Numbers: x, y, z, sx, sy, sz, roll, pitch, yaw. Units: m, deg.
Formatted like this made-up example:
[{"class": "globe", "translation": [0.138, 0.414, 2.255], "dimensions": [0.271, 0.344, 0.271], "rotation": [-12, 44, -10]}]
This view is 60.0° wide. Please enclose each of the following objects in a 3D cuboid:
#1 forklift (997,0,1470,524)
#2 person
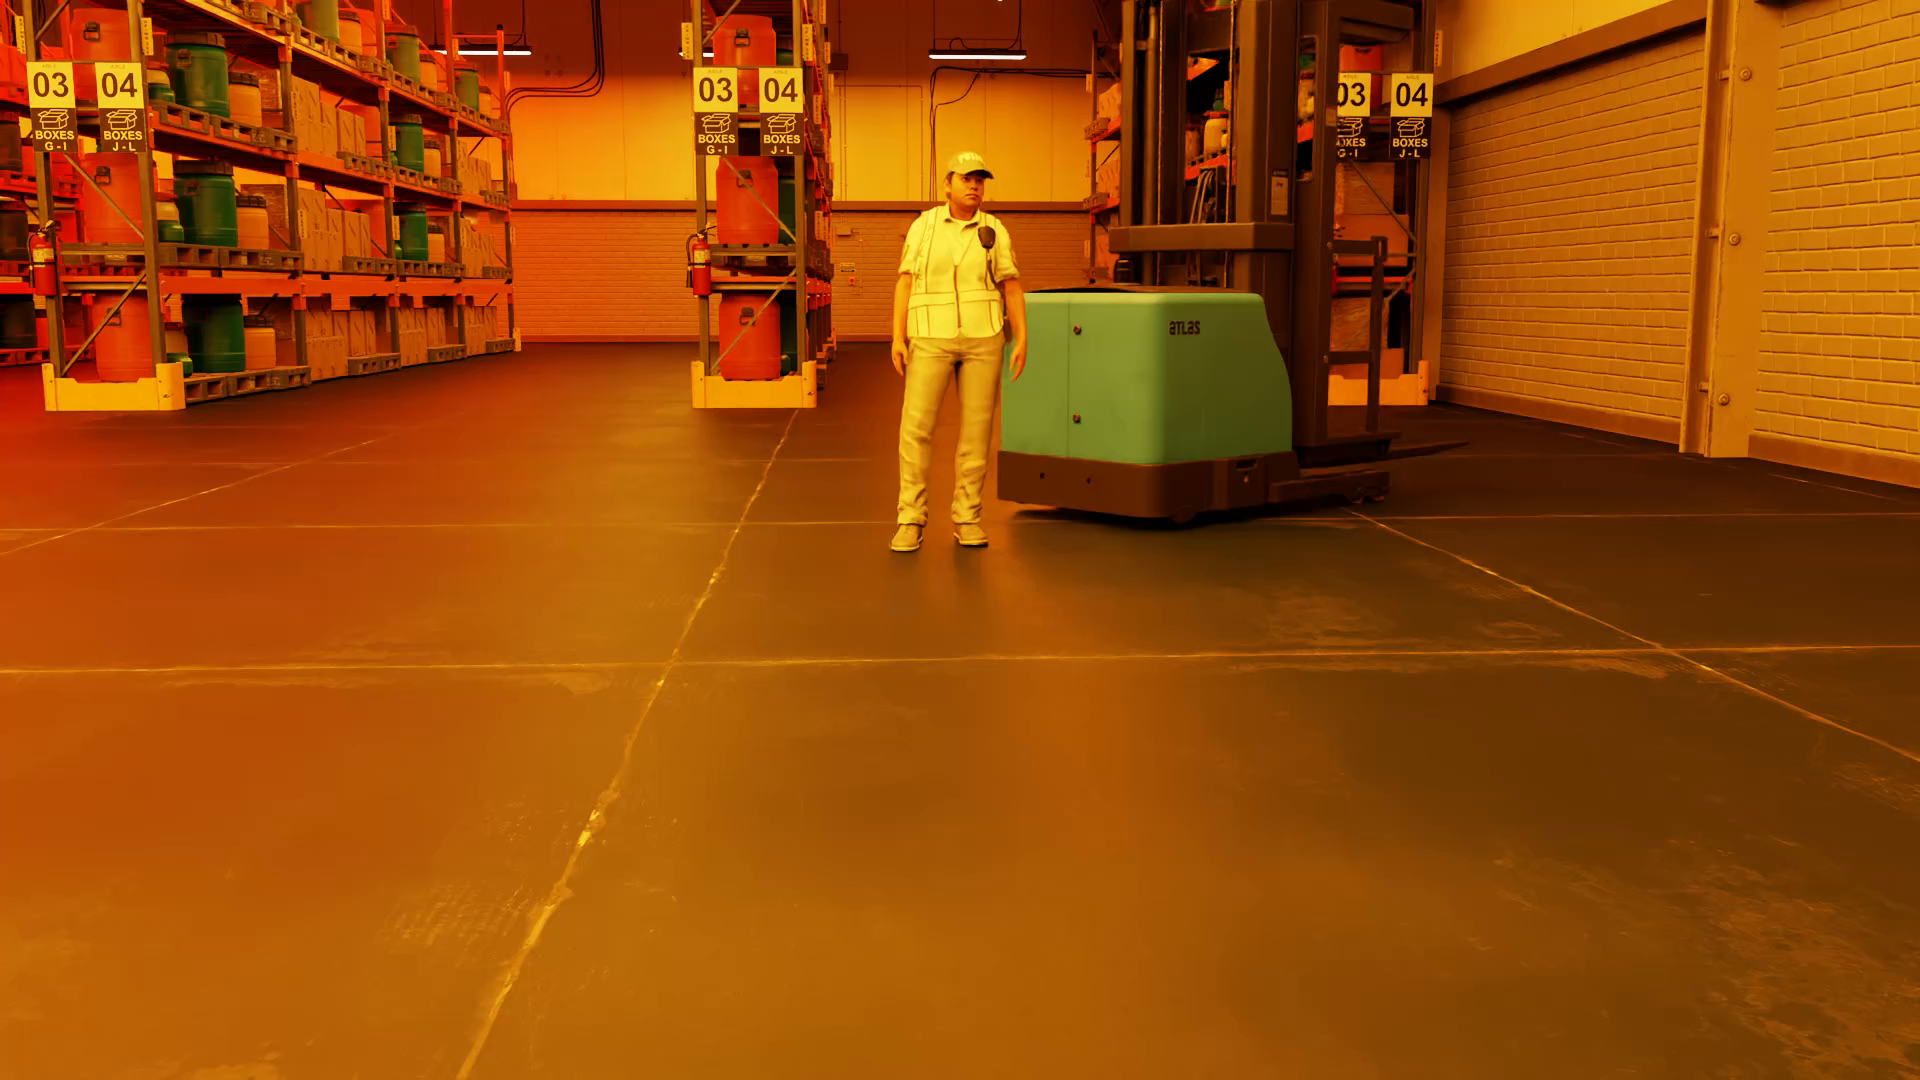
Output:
[{"class": "forklift", "translation": [1.607, -1.679, 8.638], "dimensions": [3.031, 2.935, 1.130], "rotation": [-8, 11, -42]}, {"class": "person", "translation": [-0.009, -0.810, 7.093], "dimensions": [0.601, 1.672, 0.506], "rotation": [-1, 8, -5]}]
